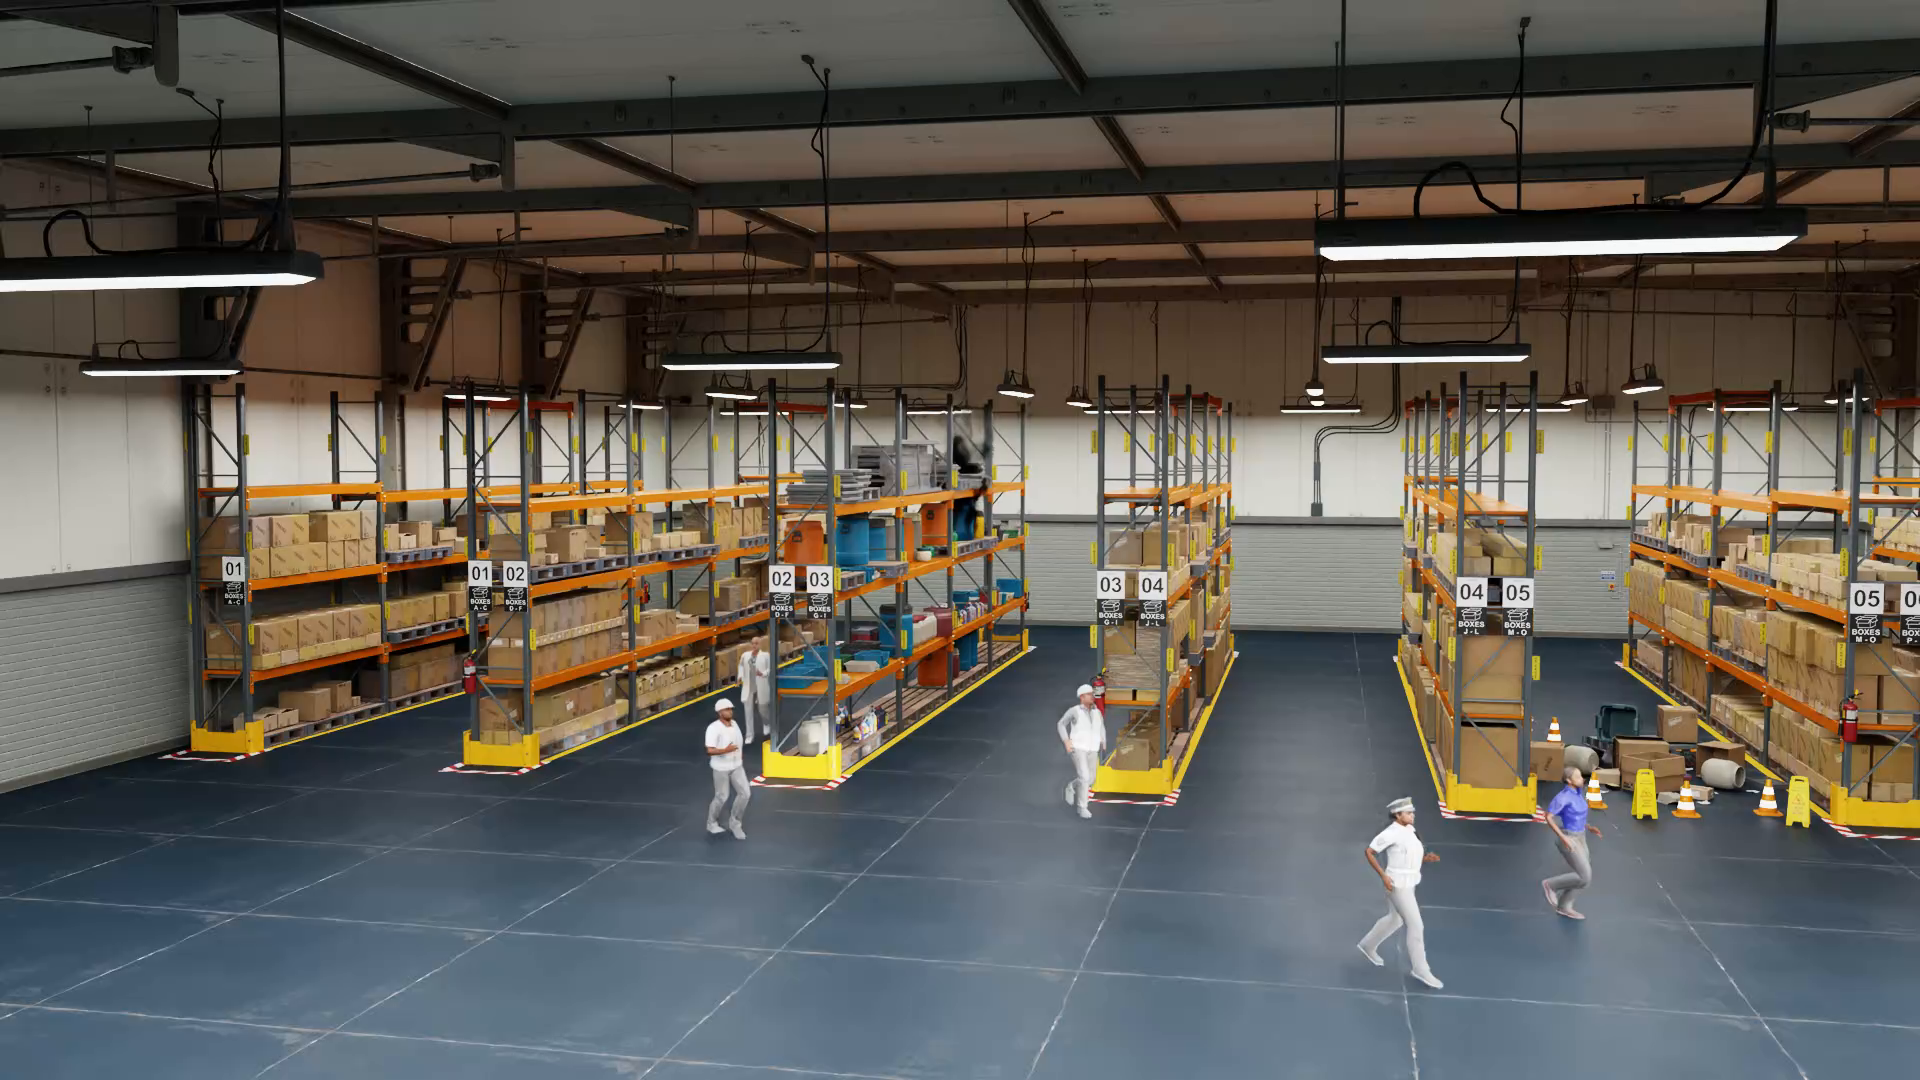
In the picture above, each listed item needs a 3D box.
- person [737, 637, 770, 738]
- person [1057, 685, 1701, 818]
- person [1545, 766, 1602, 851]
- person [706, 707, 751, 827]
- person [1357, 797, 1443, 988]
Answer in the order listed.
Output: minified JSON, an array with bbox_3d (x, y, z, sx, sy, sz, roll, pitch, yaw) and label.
[{"bbox_3d":[-3.430,2.473,28.014,0.715,1.687,0.834,0,3,8],"label":"person"},{"bbox_3d":[-3.713,0.793,21.292,25.503,6.010,11.012,-2,4,-27],"label":"person"},{"bbox_3d":[6.510,2.817,17.529,0.481,0.848,0.574,3,4,42],"label":"person"},{"bbox_3d":[-2.943,2.856,21.100,0.706,1.615,0.673,3,4,40],"label":"person"},{"bbox_3d":[4.125,3.247,15.573,0.885,1.721,0.522,2,4,36],"label":"person"}]
